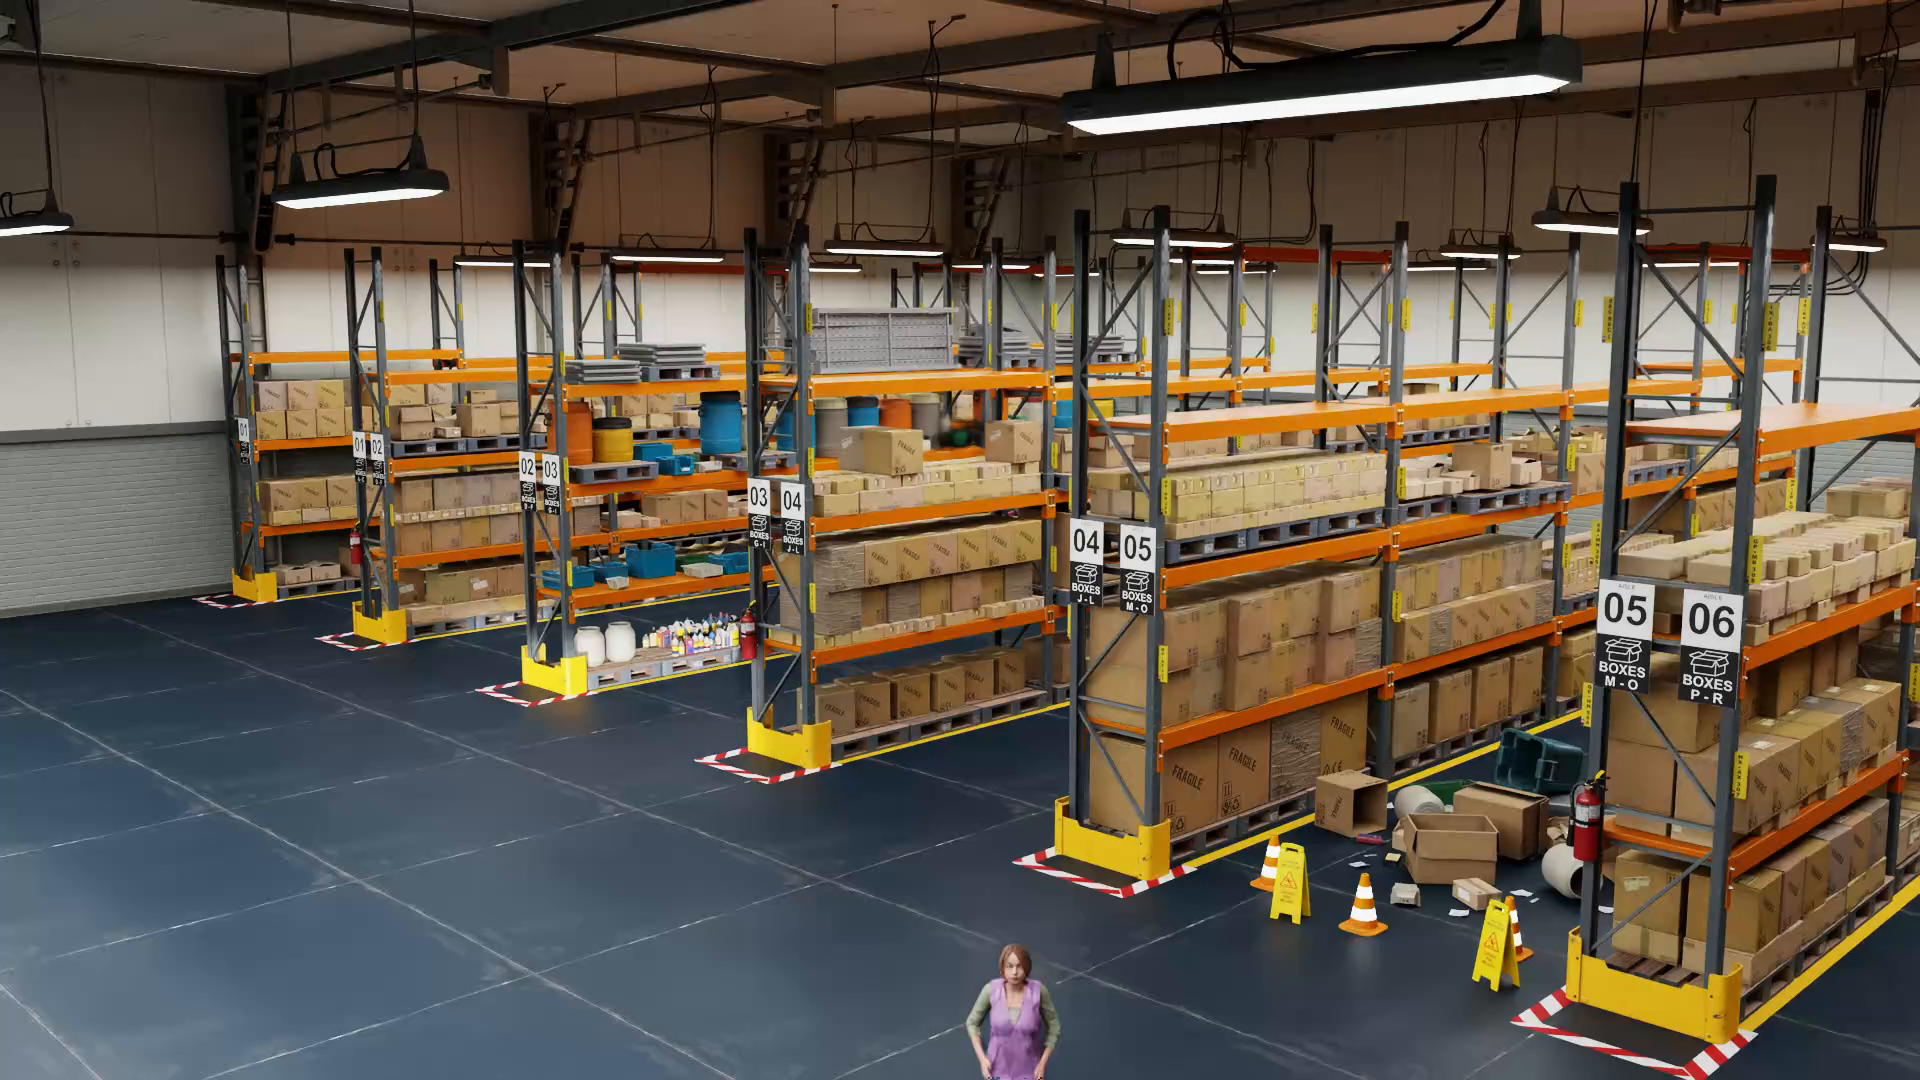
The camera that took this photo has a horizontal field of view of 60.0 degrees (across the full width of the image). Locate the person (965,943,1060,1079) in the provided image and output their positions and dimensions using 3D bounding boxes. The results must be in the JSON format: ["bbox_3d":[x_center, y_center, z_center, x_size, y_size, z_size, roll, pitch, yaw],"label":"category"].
[{"bbox_3d":[0.302,3.056,9.584,0.547,1.571,0.540,1,8,5],"label":"person"}]
